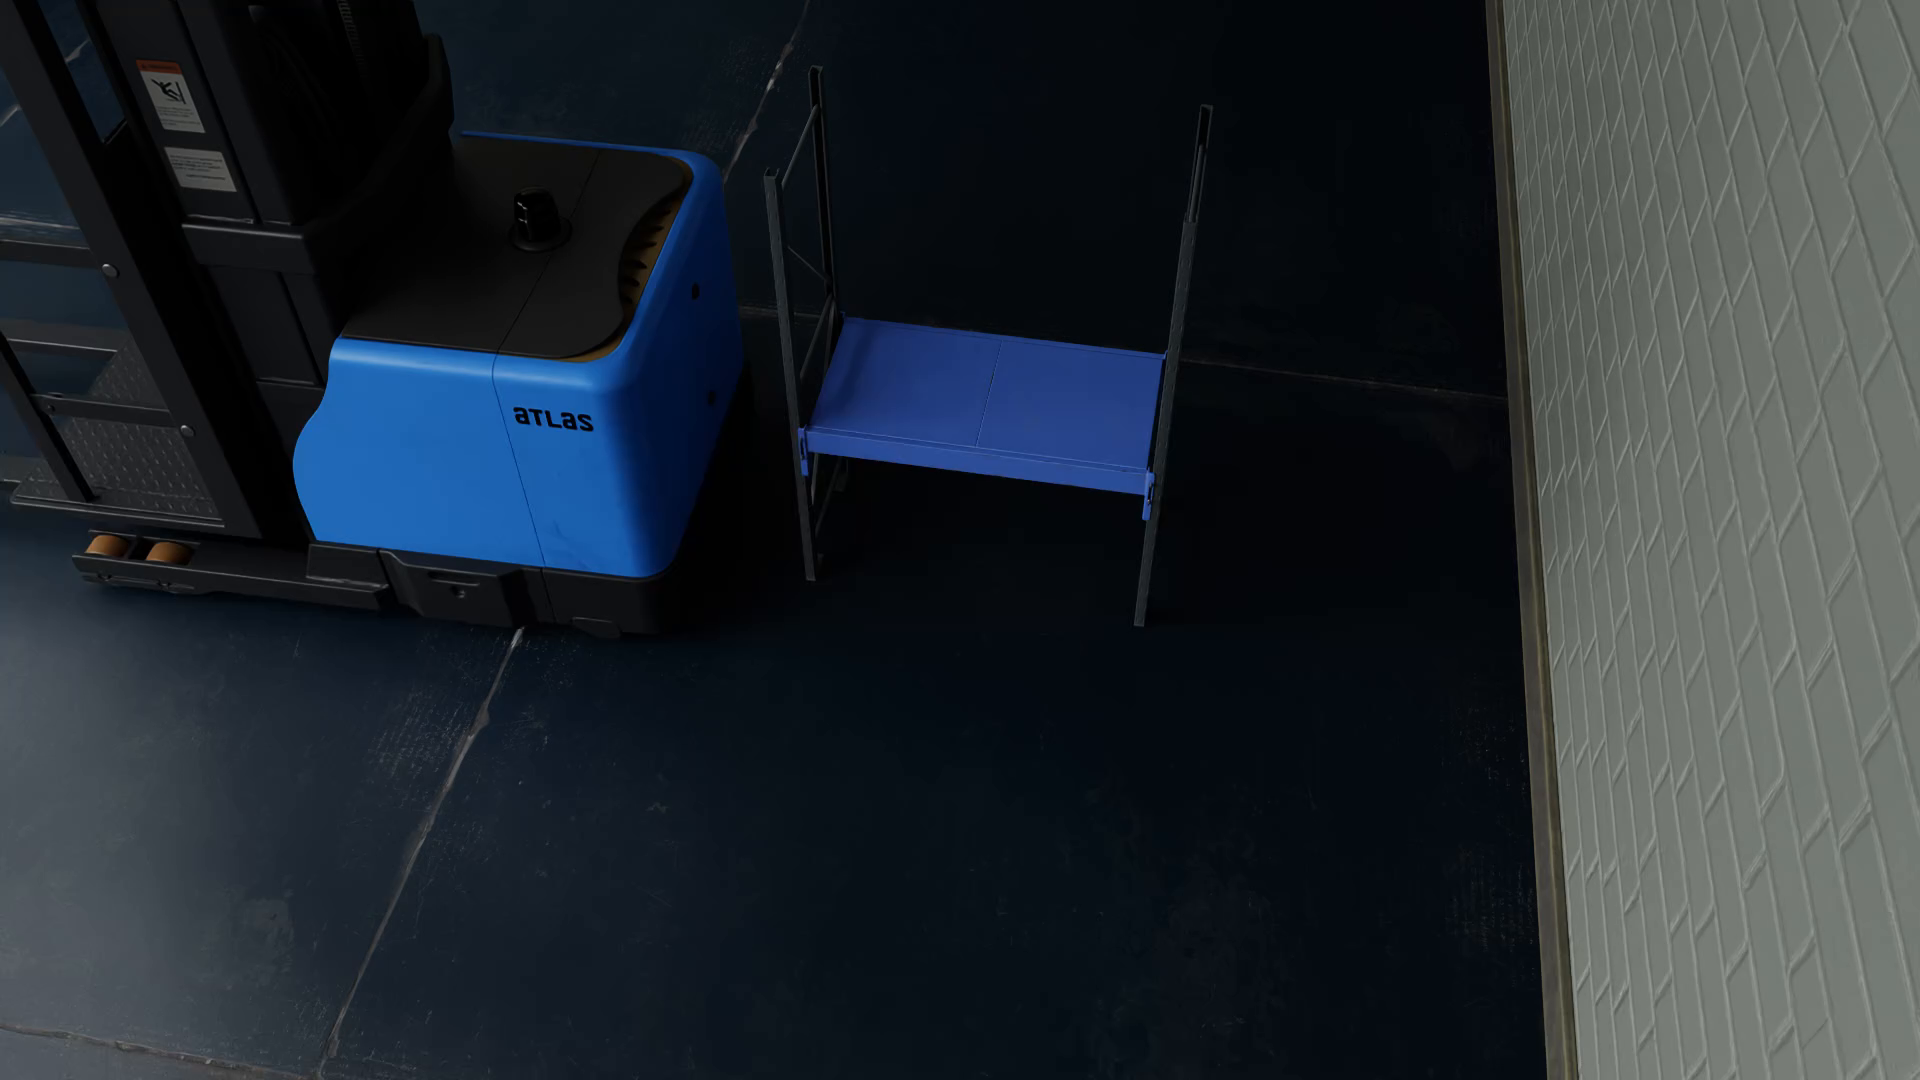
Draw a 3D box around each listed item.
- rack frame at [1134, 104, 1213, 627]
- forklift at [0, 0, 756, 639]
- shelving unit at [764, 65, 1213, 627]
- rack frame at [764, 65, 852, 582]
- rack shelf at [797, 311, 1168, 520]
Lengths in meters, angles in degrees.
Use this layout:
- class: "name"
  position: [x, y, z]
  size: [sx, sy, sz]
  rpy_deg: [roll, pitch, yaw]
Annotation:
- class: "rack frame"
  position: [0.584, -0.423, 4.622]
  size: [0.032, 1.500, 0.500]
  rpy_deg: [8, 49, 7]
- class: "forklift"
  position: [-2.240, -1.197, 4.355]
  size: [3.031, 2.935, 1.130]
  rpy_deg: [6, 48, 6]
- class: "shelving unit"
  position: [0.084, -0.490, 4.682]
  size: [1.048, 1.500, 0.538]
  rpy_deg: [8, 49, 7]
- class: "rack frame"
  position: [-0.416, -0.557, 4.742]
  size: [0.032, 1.500, 0.500]
  rpy_deg: [8, 49, 7]
- class: "rack shelf"
  position: [0.084, -0.370, 4.816]
  size: [1.000, 0.185, 0.538]
  rpy_deg: [8, 49, 7]
